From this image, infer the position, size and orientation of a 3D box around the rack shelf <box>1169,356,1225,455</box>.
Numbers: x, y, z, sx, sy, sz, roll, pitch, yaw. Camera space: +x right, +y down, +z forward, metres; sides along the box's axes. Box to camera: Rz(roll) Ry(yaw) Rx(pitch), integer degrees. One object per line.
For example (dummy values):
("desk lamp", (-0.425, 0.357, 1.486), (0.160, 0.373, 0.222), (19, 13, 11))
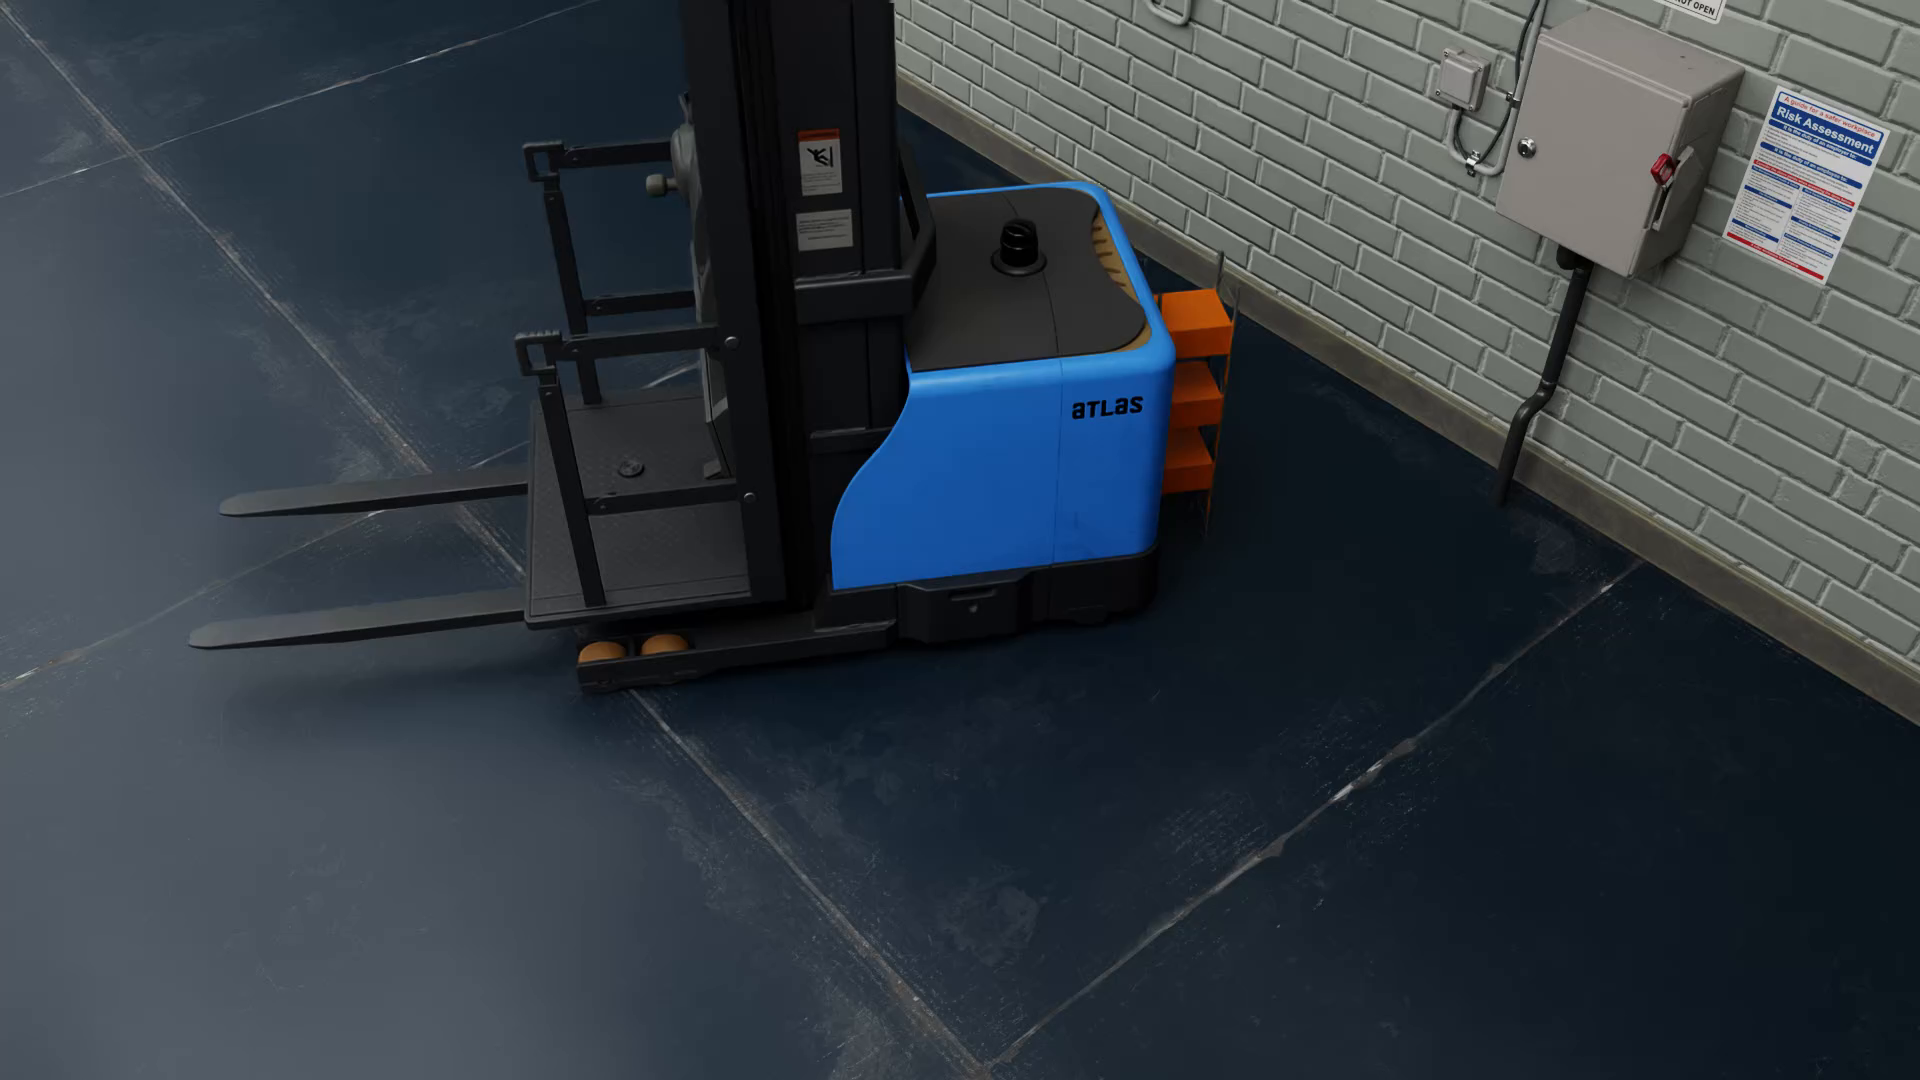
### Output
("rack shelf", (0.710, -0.429, 5.456), (0.240, 0.259, 0.215), (-7, 44, -7))

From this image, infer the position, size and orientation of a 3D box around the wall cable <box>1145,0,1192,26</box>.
("wall cable", (0.661, -2.748, 5.720), (0.123, 1.953, 0.585), (-30, 51, -28))

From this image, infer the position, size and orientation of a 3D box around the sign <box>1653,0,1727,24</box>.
("sign", (2.020, -1.620, 4.681), (0.001, 0.242, 0.339), (-30, 51, -28))

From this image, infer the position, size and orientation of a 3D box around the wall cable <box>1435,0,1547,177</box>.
("wall cable", (1.580, -1.997, 4.943), (0.122, 1.984, 0.588), (-30, 51, -28))

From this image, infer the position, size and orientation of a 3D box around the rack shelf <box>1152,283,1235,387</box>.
("rack shelf", (0.710, -0.636, 5.261), (0.240, 0.259, 0.215), (-7, 44, -7))

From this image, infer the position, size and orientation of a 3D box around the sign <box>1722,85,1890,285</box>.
("sign", (2.373, -0.996, 4.689), (0.001, 0.494, 0.329), (-30, 51, -28))

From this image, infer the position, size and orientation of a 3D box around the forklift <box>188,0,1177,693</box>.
("forklift", (-0.923, -0.981, 4.653), (3.031, 2.935, 1.130), (-7, 44, -7))

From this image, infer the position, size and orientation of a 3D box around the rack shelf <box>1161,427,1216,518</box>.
("rack shelf", (0.710, -0.227, 5.646), (0.240, 0.259, 0.215), (-7, 44, -7))

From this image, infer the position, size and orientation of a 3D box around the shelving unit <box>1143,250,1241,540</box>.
("shelving unit", (0.710, -0.437, 5.448), (0.252, 1.050, 0.215), (-7, 44, -7))

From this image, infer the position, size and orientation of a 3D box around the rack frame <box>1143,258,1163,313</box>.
("rack frame", (0.590, -0.423, 5.434), (0.008, 1.050, 0.200), (-7, 44, -7))

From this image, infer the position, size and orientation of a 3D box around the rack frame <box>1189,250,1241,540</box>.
("rack frame", (0.831, -0.451, 5.463), (0.008, 1.050, 0.200), (-7, 44, -7))

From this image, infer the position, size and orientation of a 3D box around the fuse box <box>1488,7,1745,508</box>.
("fuse box", (1.897, -0.729, 5.277), (0.414, 1.711, 0.539), (-30, 51, -28))
